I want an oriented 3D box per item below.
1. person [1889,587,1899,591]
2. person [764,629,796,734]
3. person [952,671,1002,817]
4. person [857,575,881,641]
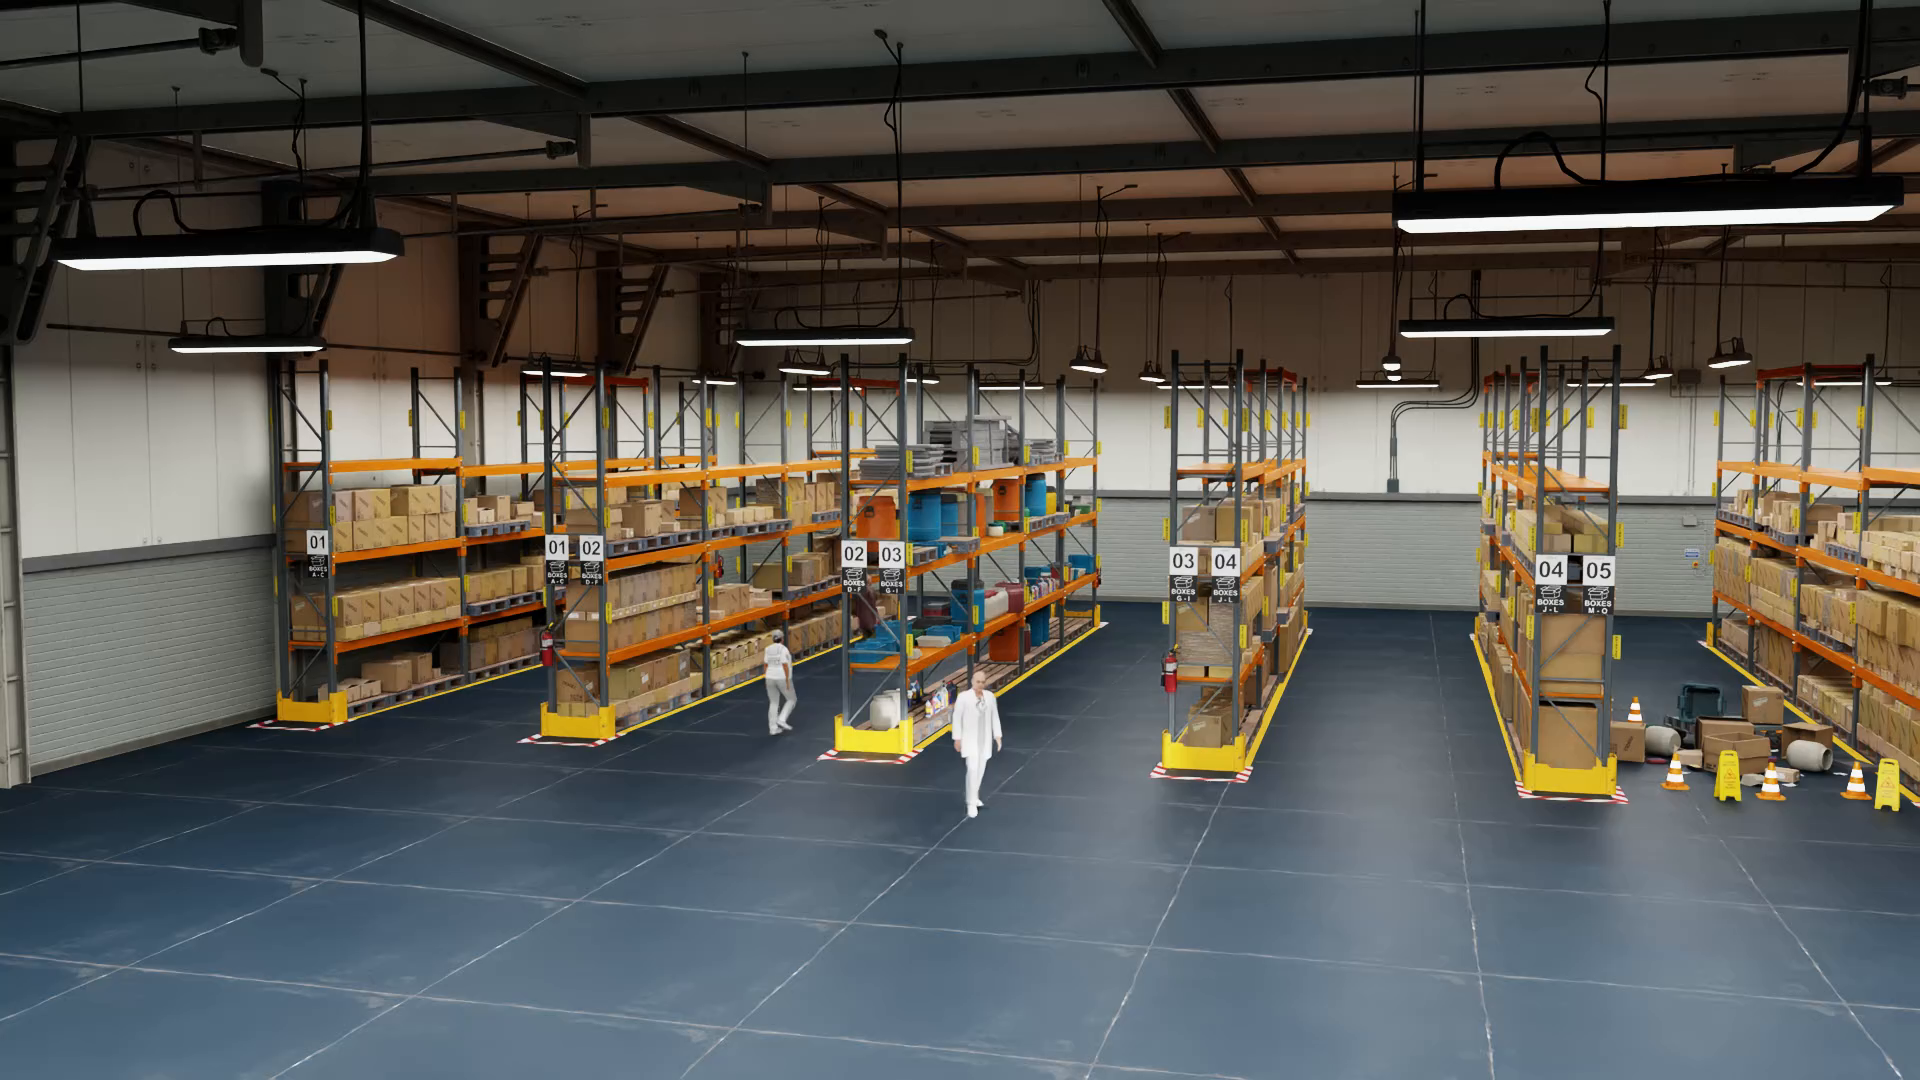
[{"bbox_3d":[19.882,1.600,35.394,0.517,1.682,0.926,-3,5,-40],"label":"person"},{"bbox_3d":[-2.897,2.261,26.572,0.545,1.654,0.483,2,4,23],"label":"person"},{"bbox_3d":[0.220,2.607,21.346,0.594,1.847,0.686,-2,5,-29],"label":"person"},{"bbox_3d":[-1.958,1.621,34.722,0.573,1.778,0.627,-4,5,-41],"label":"person"}]
